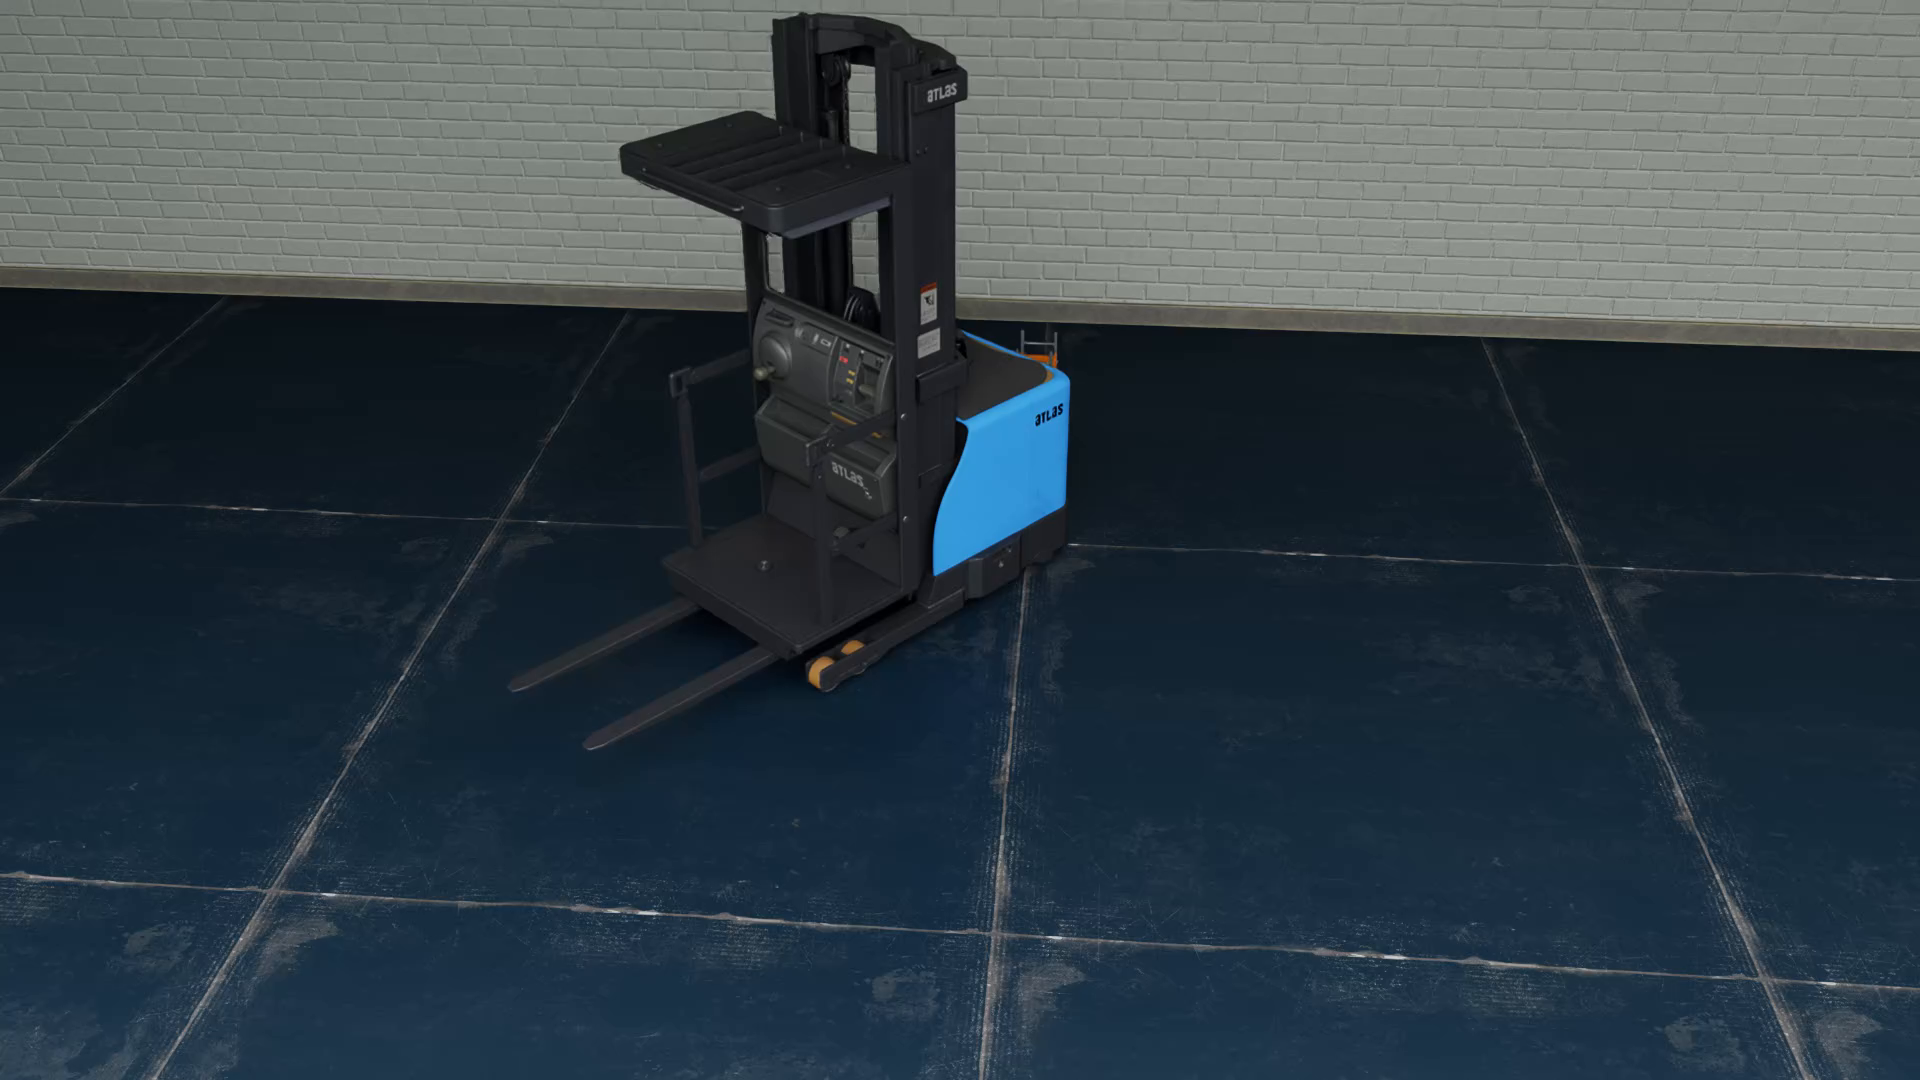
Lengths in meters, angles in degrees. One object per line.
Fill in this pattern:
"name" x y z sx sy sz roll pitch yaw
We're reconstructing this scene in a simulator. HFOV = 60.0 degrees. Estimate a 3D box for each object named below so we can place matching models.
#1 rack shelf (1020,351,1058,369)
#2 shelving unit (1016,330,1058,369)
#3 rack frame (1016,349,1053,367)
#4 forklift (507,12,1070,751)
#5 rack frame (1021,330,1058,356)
"rack shelf" 0.416 -0.866 9.133 0.215 0.259 0.240 5 32 7
"shelving unit" 0.416 -0.633 9.277 0.215 1.050 0.252 5 32 7
"rack frame" 0.397 -0.570 9.174 0.200 1.050 0.008 5 32 7
"forklift" -0.806 -0.820 7.786 1.130 2.935 3.031 27 41 37
"rack frame" 0.434 -0.696 9.379 0.200 1.050 0.008 5 32 7
